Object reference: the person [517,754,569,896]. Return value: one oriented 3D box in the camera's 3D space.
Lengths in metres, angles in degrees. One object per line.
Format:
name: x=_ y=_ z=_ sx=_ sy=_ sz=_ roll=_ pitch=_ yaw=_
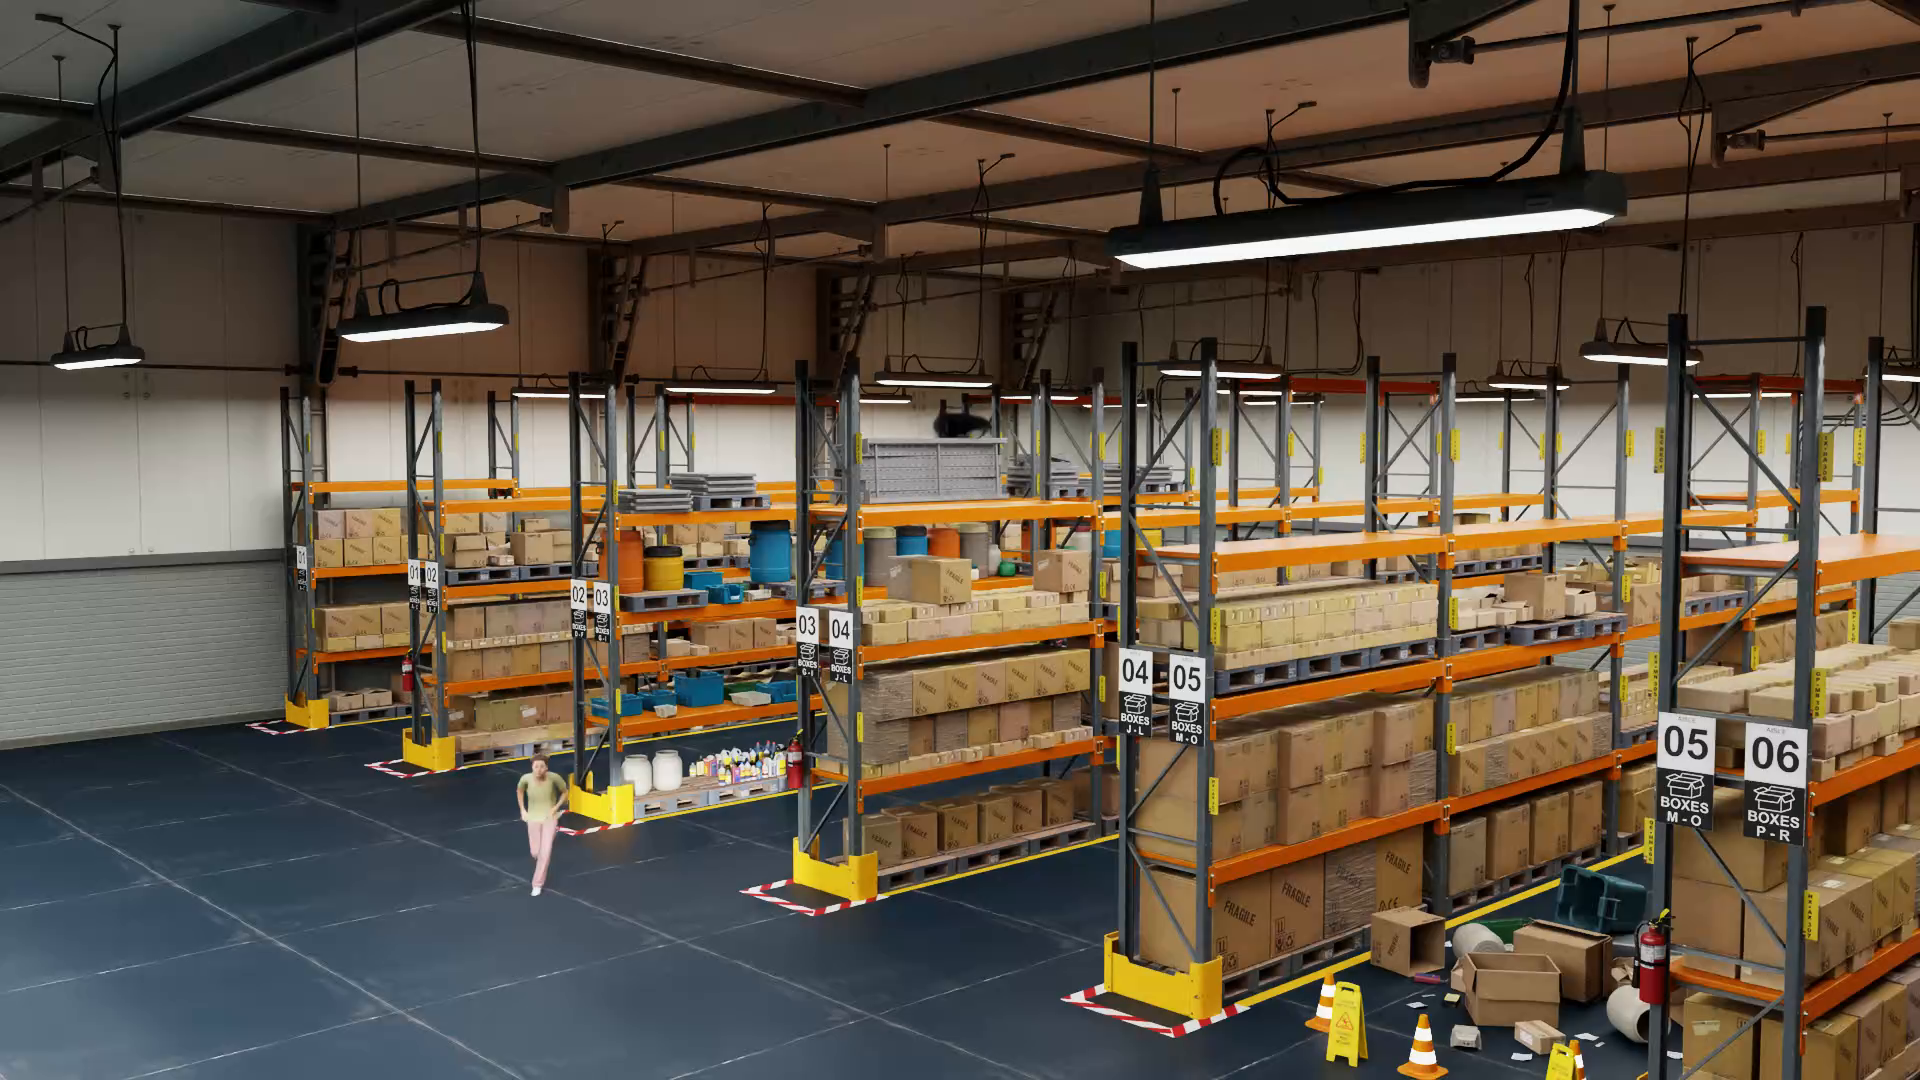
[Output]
person: x=-4.725 y=3.183 z=18.875 sx=0.576 sy=1.612 sz=0.777 roll=-1 pitch=4 yaw=-11
